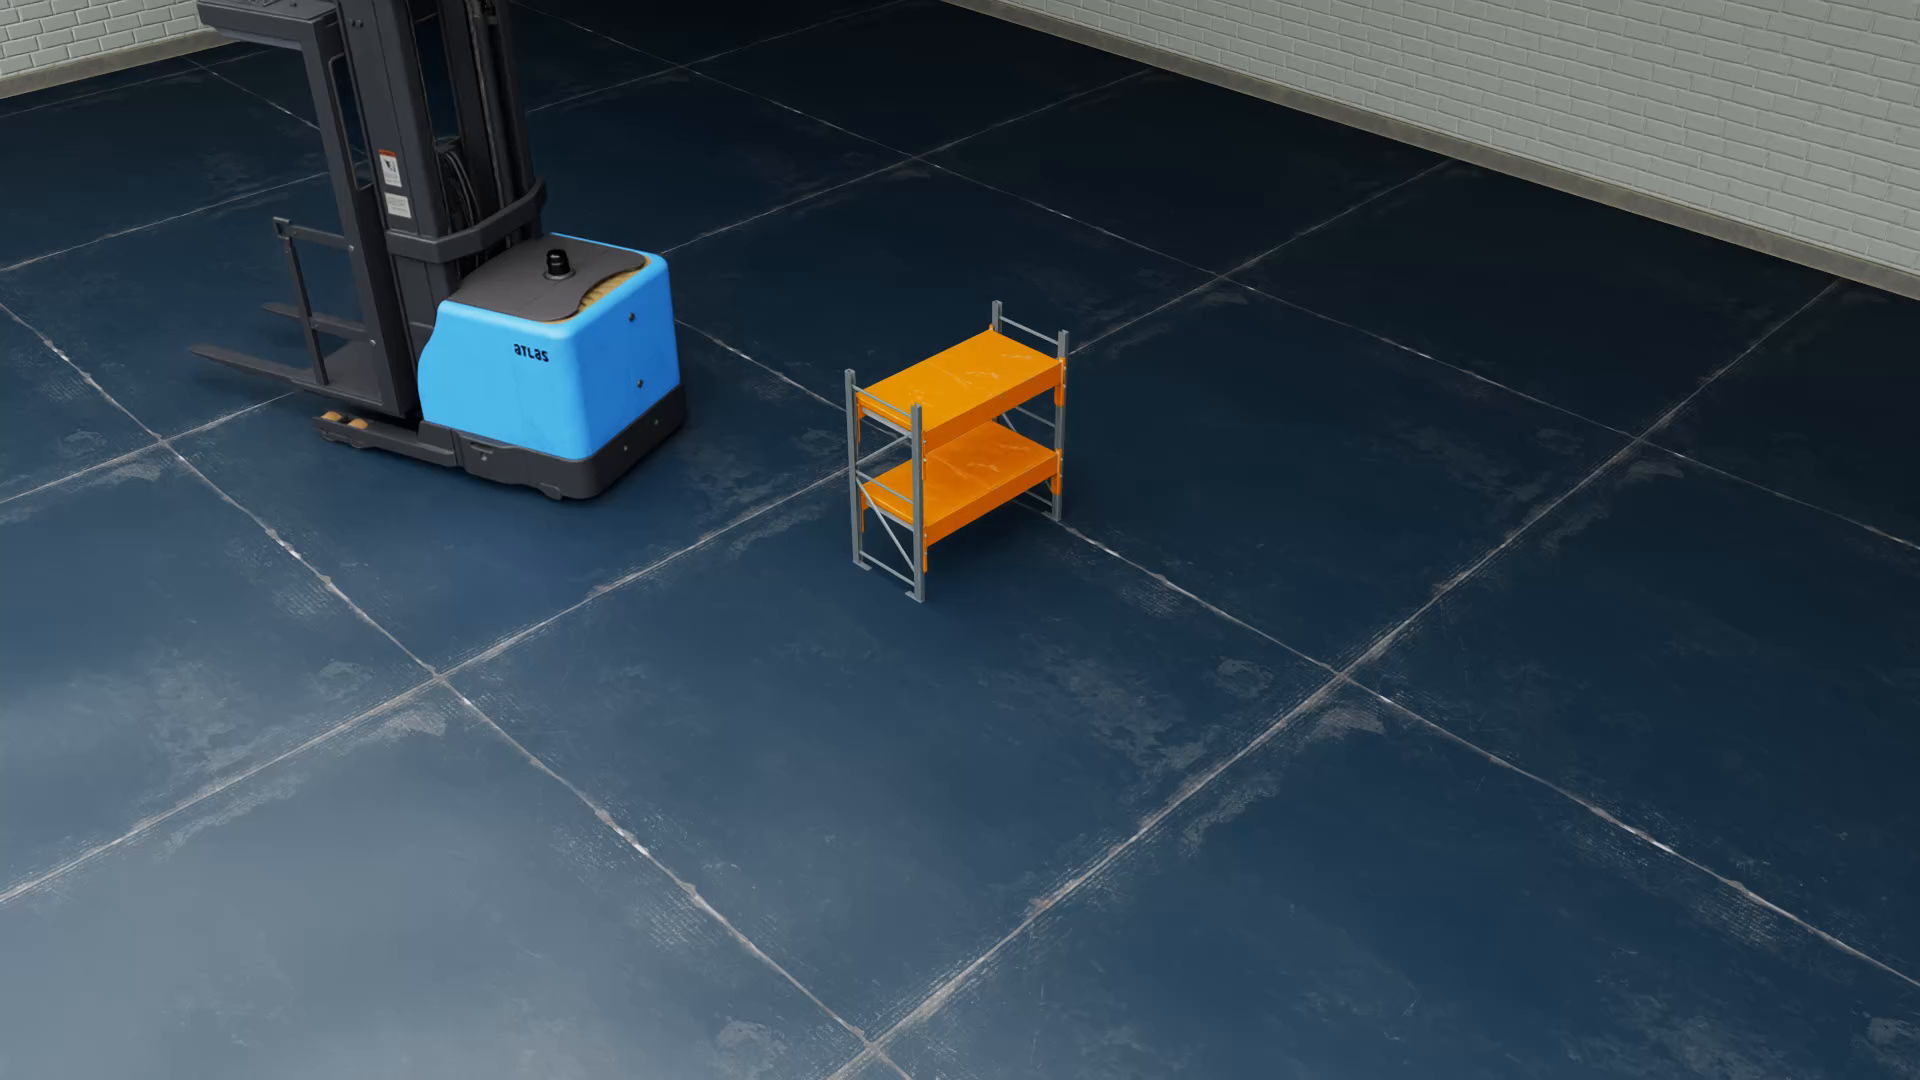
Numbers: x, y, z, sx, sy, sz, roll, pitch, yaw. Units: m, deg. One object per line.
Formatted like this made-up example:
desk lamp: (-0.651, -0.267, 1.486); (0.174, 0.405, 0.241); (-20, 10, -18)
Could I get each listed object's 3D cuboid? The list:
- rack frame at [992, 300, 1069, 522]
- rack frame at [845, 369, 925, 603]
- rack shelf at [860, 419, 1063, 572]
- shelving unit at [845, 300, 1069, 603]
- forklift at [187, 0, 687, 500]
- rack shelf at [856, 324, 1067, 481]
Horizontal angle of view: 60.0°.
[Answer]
rack frame: (0.353, -0.665, 8.711); (0.500, 1.125, 0.032); (30, 45, 35)
rack frame: (-0.363, -0.252, 8.119); (0.500, 1.125, 0.032); (30, 45, 35)
rack shelf: (-0.005, -0.258, 8.555); (0.538, 0.278, 1.000); (30, 45, 35)
shelving unit: (-0.005, -0.459, 8.415); (0.538, 1.125, 1.048); (30, 45, 35)
forklift: (-3.140, -1.980, 9.018); (3.031, 2.935, 1.130); (15, 38, 20)
rack shelf: (-0.005, -0.699, 8.248); (0.538, 0.278, 1.000); (30, 45, 35)
